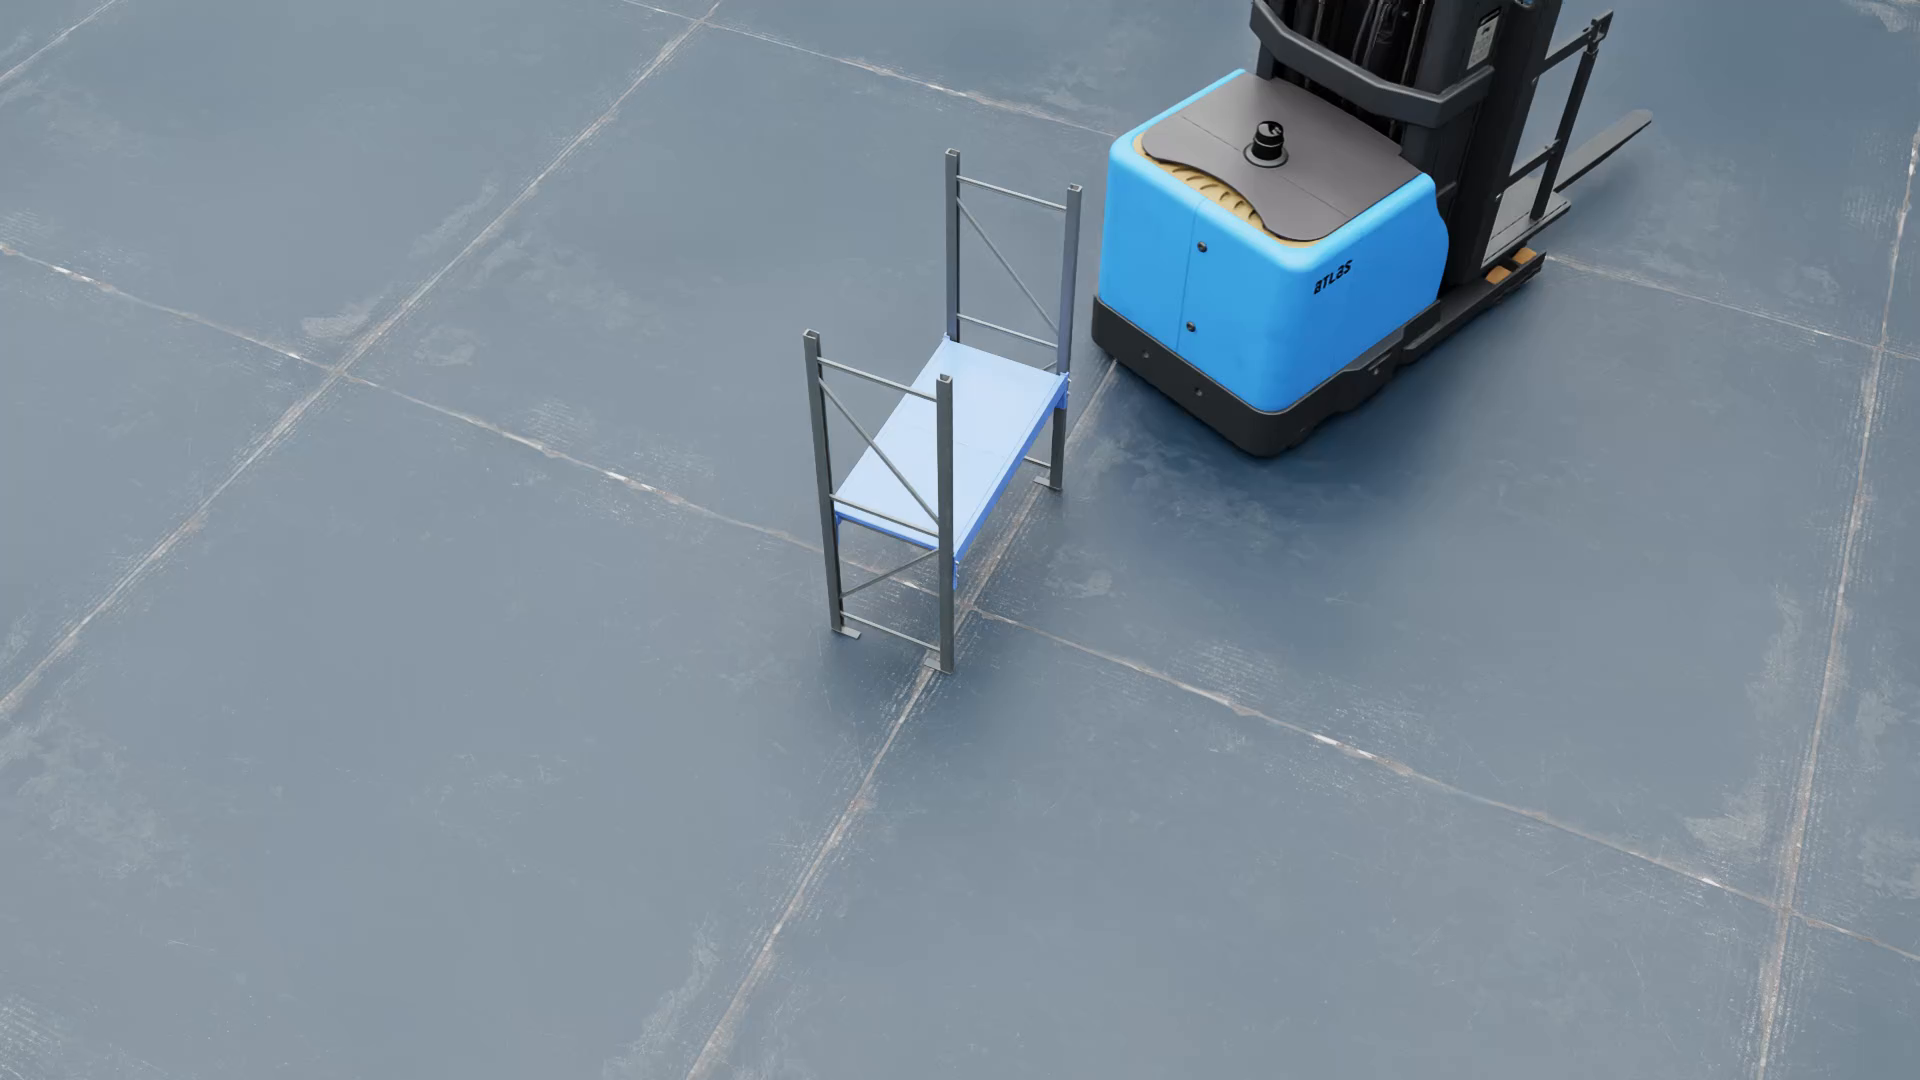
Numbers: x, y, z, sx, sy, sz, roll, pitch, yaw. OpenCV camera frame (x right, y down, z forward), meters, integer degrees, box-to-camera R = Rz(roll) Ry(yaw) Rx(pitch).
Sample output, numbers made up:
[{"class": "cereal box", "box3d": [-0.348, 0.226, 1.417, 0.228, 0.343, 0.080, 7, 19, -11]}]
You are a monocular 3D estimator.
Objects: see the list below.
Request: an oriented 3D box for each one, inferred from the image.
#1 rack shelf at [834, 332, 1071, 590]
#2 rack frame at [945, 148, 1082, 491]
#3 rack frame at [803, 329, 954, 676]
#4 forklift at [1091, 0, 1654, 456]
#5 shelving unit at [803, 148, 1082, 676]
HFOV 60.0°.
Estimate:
[{"class": "rack shelf", "box3d": [-0.036, -0.311, 6.081, 0.538, 0.185, 1.000, 20, 52, 16]}, {"class": "rack frame", "box3d": [0.181, -0.777, 6.242, 0.500, 1.500, 0.032, 20, 52, 16]}, {"class": "rack frame", "box3d": [-0.254, -0.077, 5.646, 0.500, 1.500, 0.032, 20, 52, 16]}, {"class": "forklift", "box3d": [2.002, -2.279, 6.580, 3.031, 2.935, 1.130, -34, 58, -26]}, {"class": "shelving unit", "box3d": [-0.036, -0.427, 5.944, 0.538, 1.500, 1.048, 20, 52, 16]}]
